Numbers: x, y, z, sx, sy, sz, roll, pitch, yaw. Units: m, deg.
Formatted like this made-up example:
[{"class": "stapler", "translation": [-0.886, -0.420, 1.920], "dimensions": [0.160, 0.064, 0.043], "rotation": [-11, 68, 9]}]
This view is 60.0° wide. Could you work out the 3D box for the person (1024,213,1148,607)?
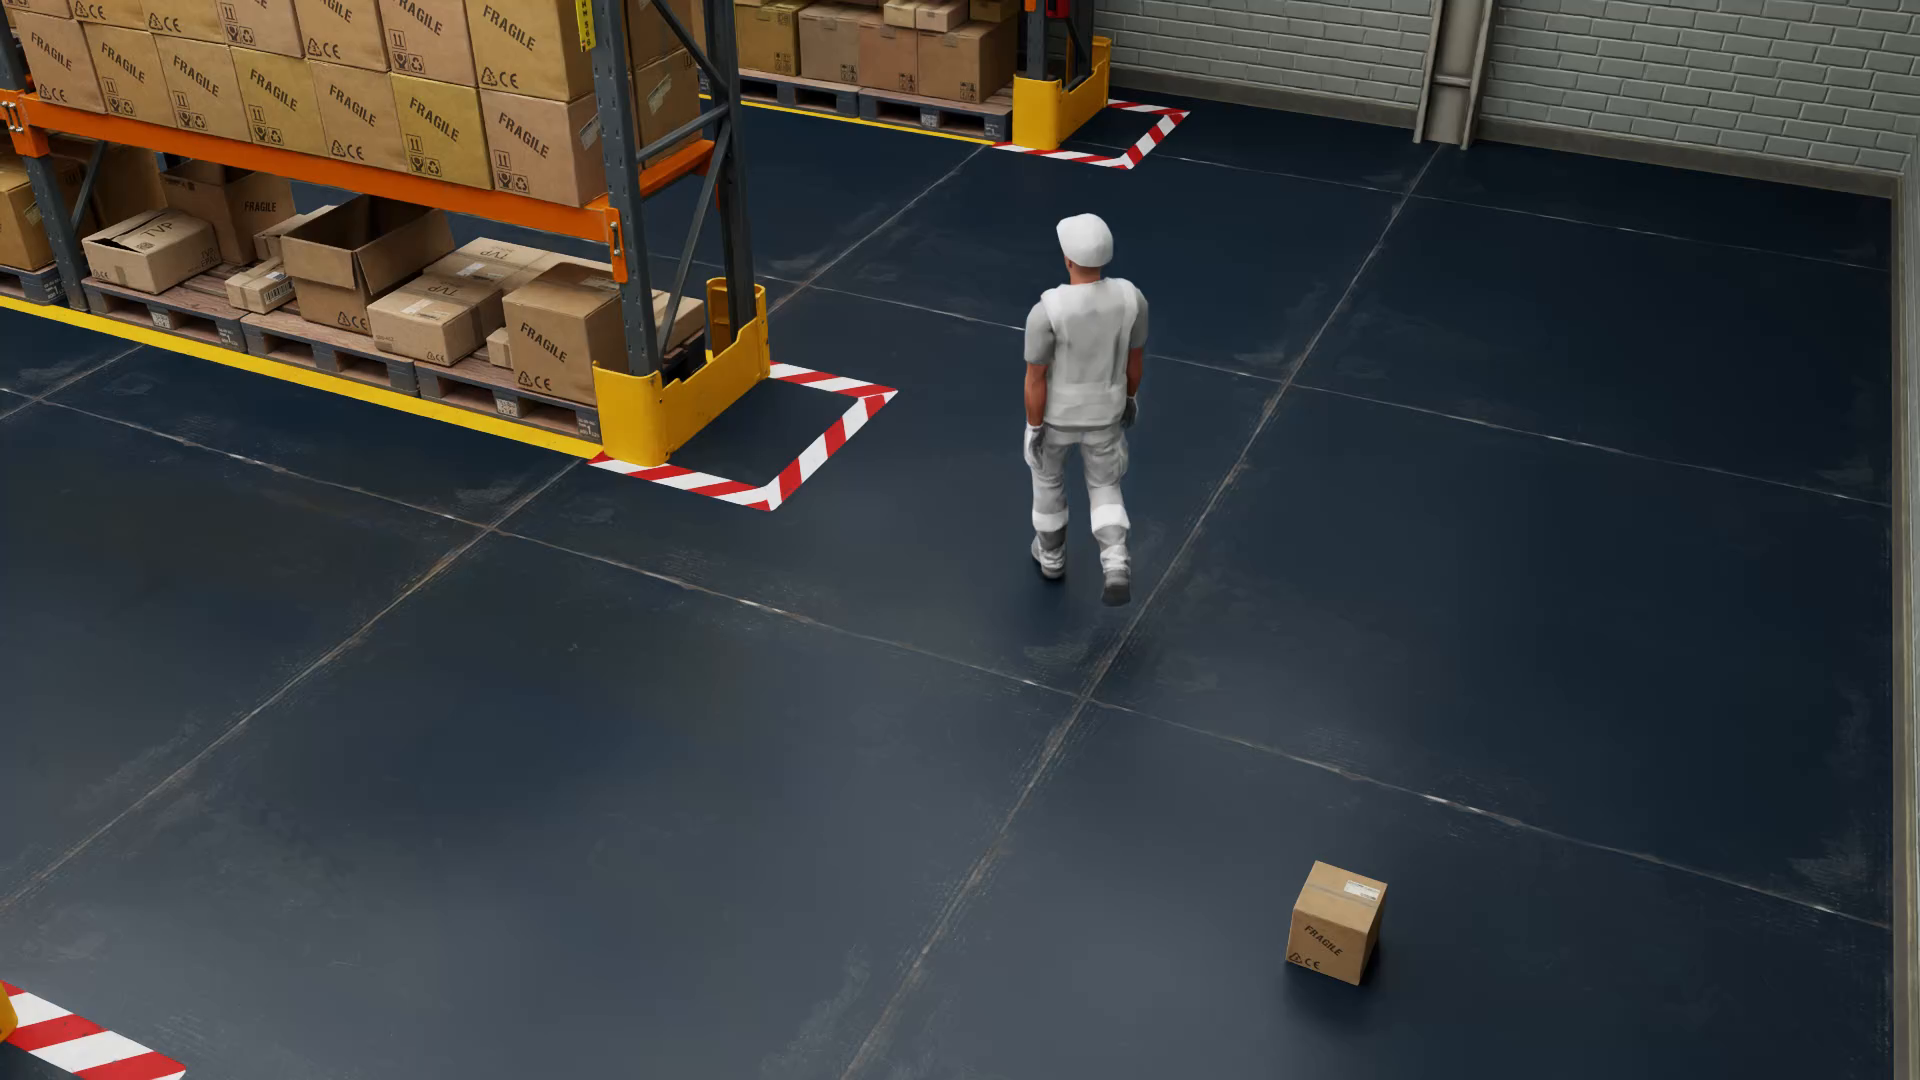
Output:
[{"class": "person", "translation": [0.511, -0.510, 6.865], "dimensions": [0.535, 1.765, 0.810], "rotation": [-6, 34, -8]}]
